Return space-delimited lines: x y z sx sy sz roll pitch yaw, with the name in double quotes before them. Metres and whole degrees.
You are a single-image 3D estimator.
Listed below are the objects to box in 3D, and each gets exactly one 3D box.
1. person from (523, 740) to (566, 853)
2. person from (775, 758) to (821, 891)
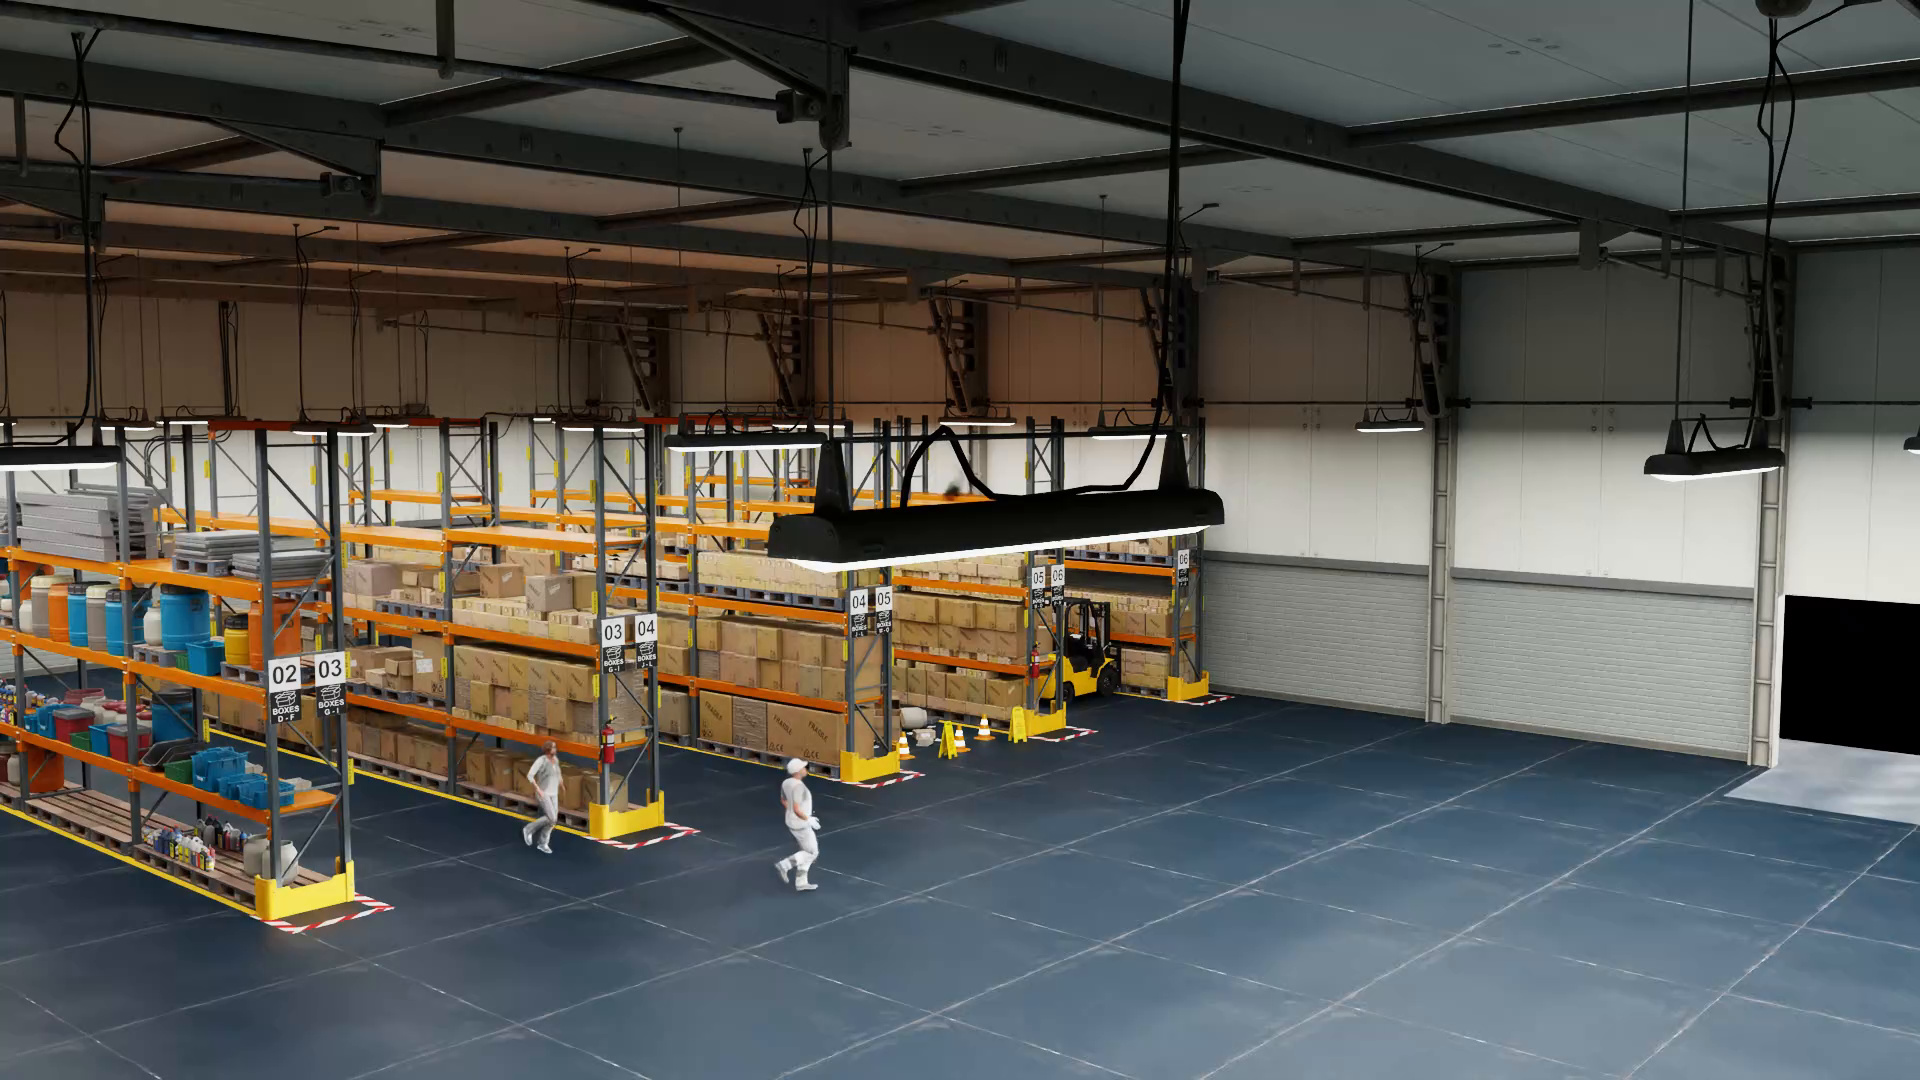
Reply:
"person" -5.847 3.615 23.546 0.527 1.573 0.549 2 5 24
"person" -2.107 3.680 21.485 0.550 1.740 0.658 -2 5 -25
